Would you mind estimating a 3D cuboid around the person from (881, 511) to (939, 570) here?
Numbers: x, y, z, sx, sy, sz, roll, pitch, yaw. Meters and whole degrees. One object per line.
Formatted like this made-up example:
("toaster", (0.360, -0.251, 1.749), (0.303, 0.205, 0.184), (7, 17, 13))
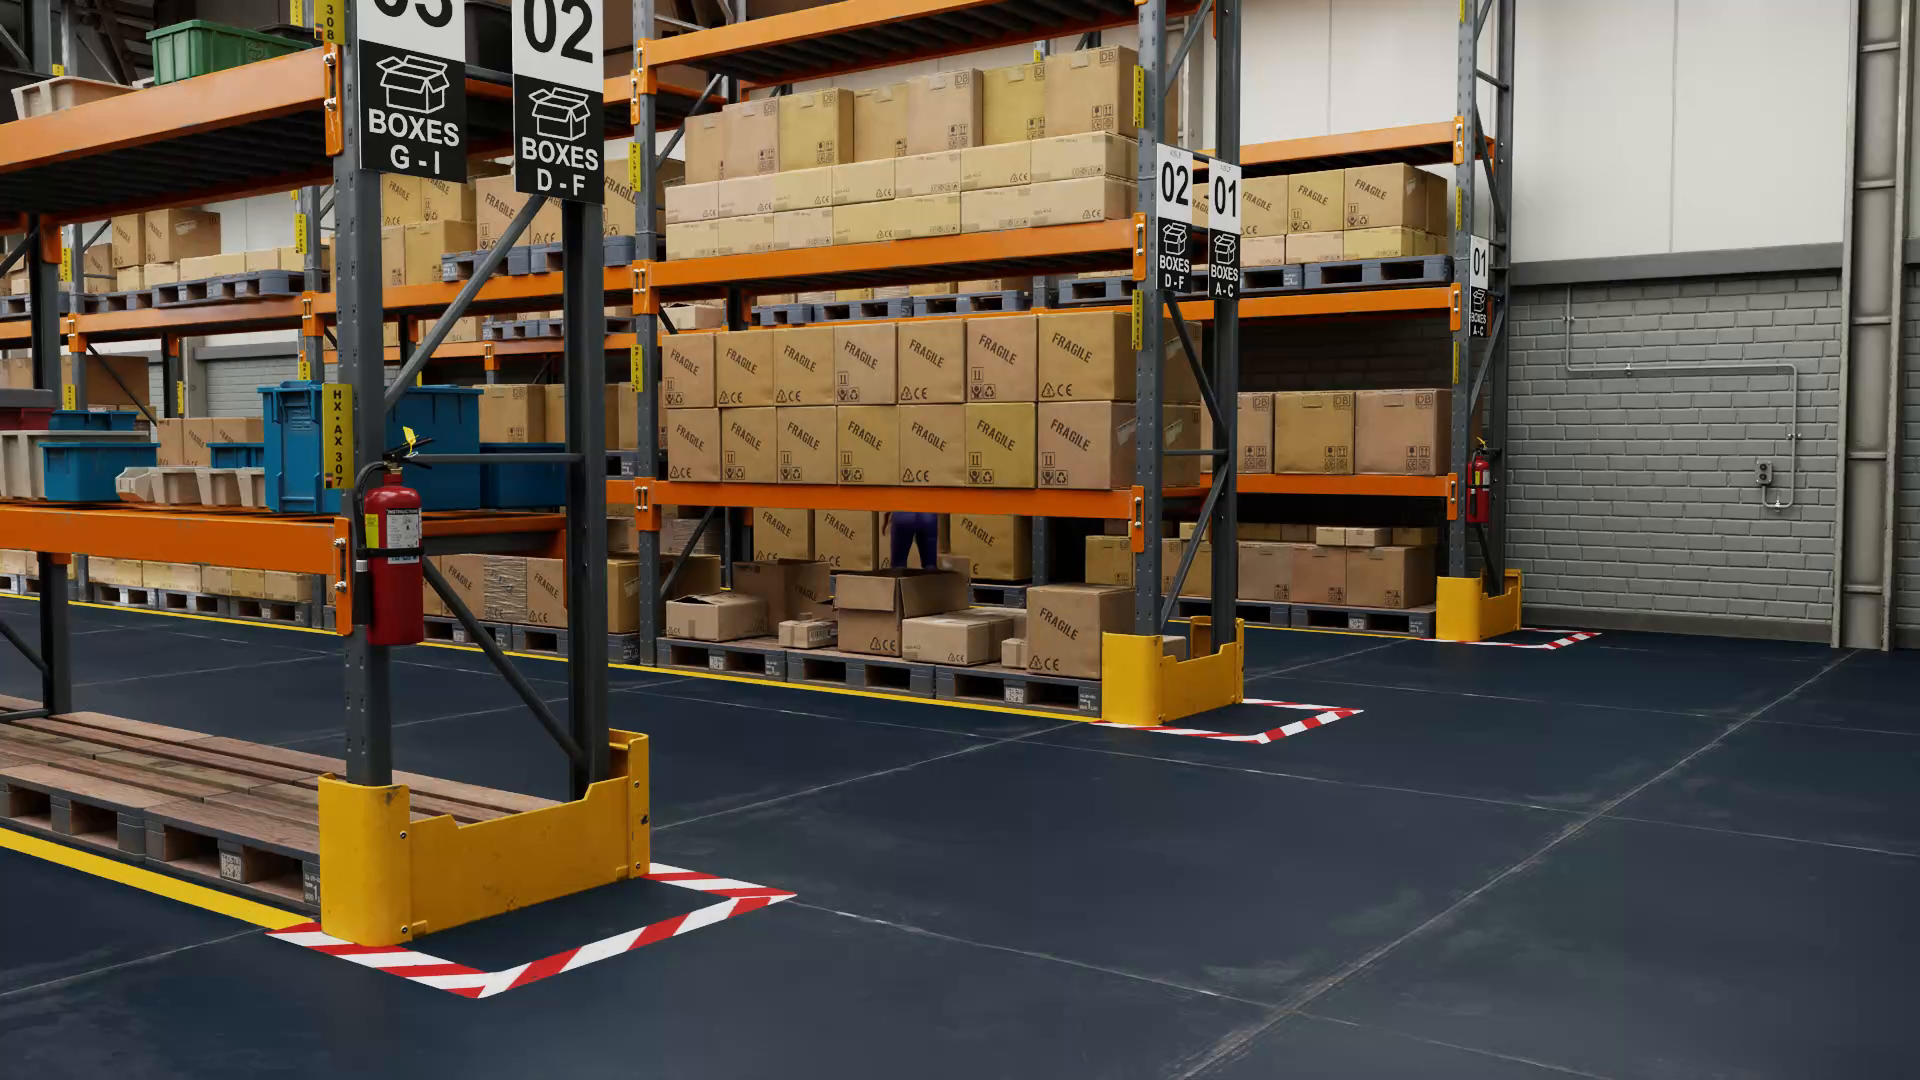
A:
("person", (-0.384, -0.118, 14.557), (0.592, 1.647, 0.368), (-1, 3, -11))
